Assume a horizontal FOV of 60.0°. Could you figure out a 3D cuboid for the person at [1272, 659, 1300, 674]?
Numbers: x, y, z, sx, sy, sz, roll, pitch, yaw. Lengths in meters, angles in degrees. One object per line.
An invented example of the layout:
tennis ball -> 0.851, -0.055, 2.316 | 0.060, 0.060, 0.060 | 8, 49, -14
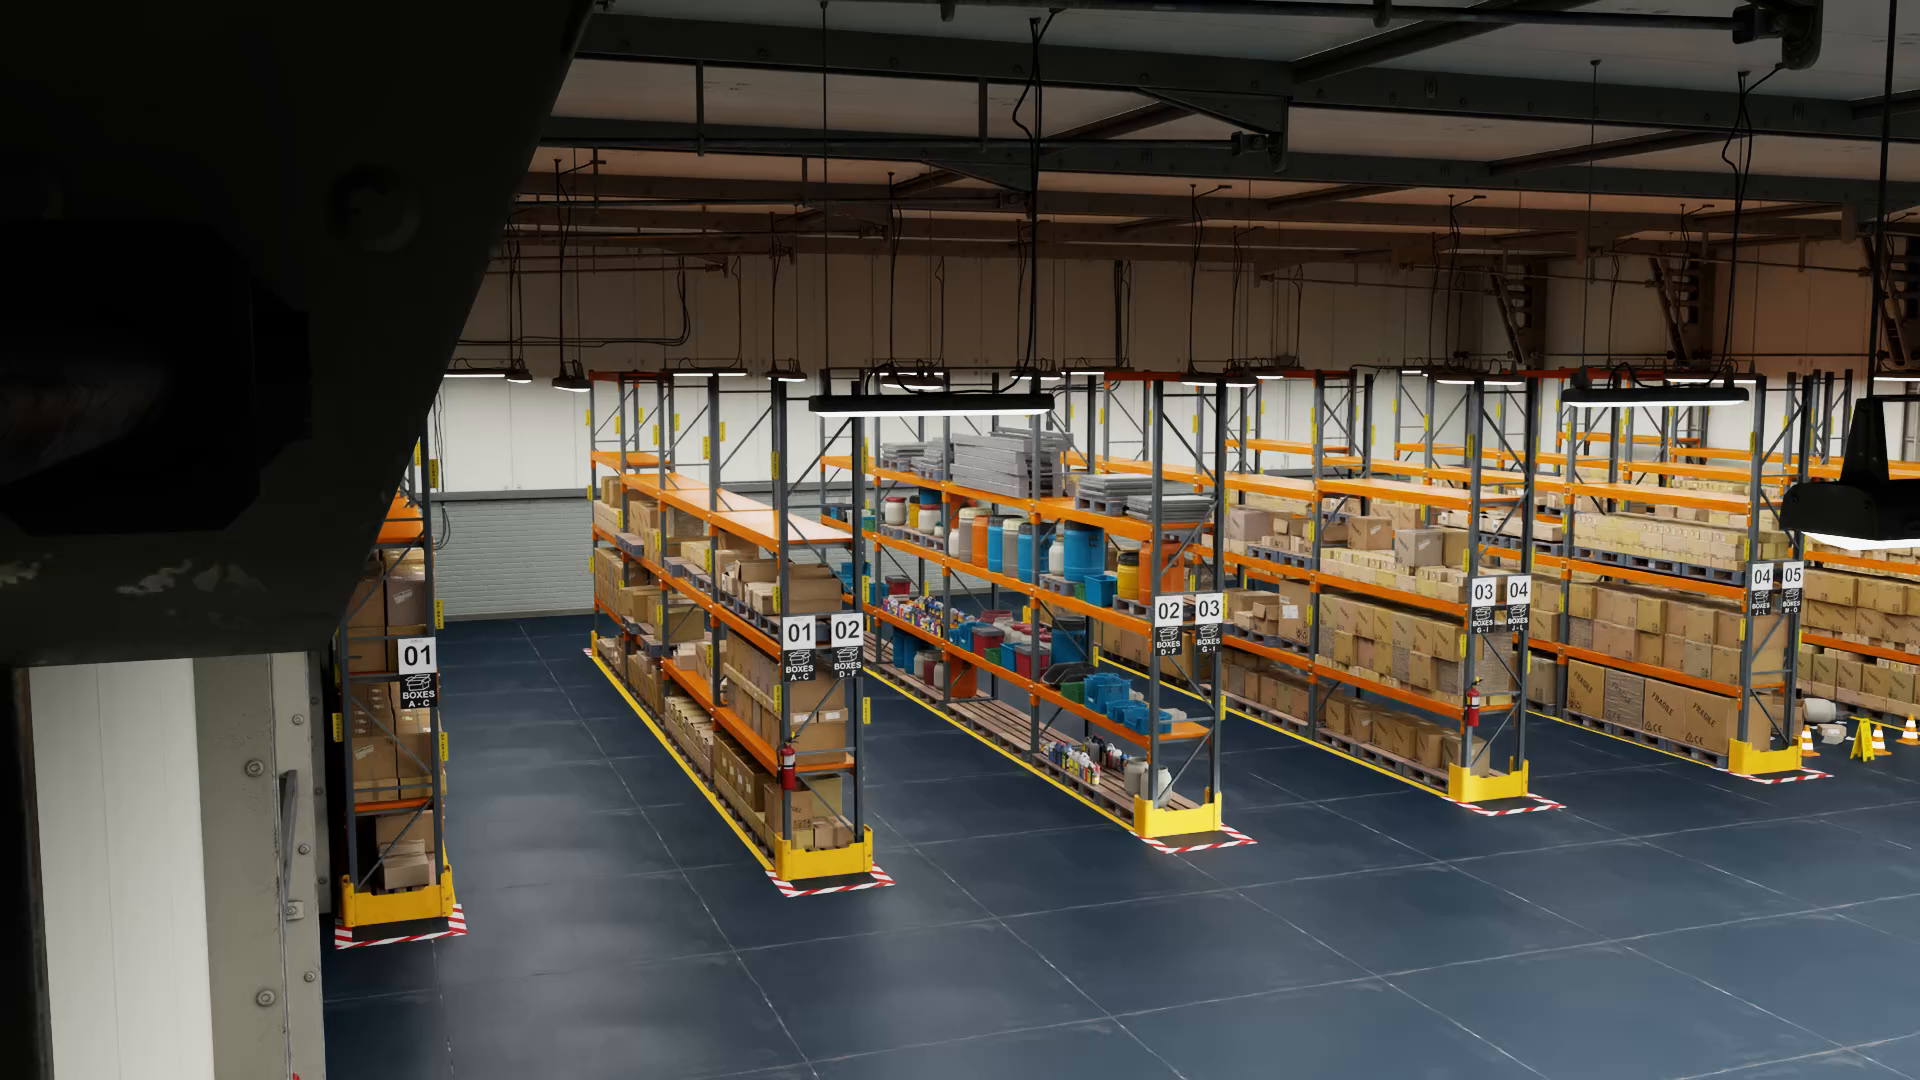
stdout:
person -> 6.275, 1.940, 32.040 | 0.501, 1.610, 0.962 | -1, 6, -8
